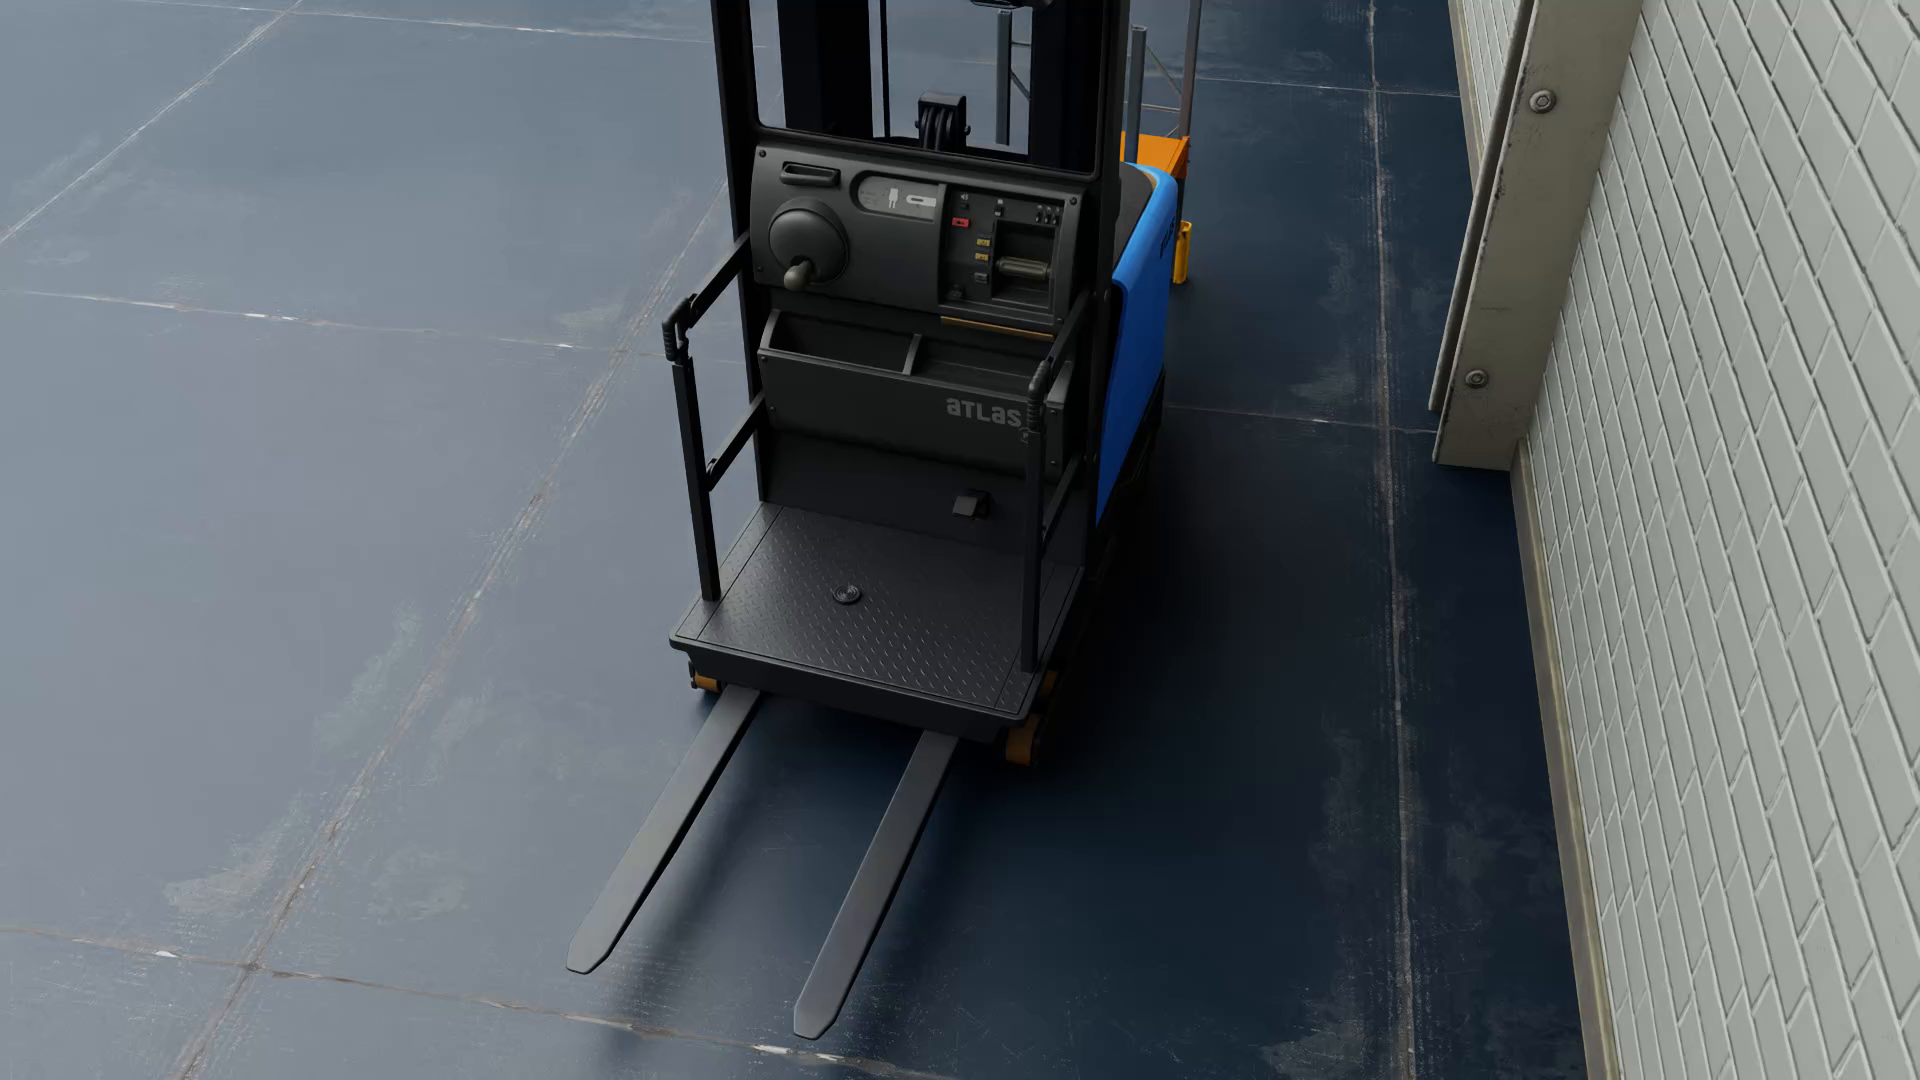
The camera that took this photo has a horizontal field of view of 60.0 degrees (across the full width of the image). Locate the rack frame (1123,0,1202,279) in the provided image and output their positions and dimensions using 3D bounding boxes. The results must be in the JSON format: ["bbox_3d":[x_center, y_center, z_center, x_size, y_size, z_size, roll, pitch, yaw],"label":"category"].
[{"bbox_3d":[0.682,-1.748,6.687,0.500,1.500,0.032,12,41,14],"label":"rack frame"}]

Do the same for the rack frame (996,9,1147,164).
[{"bbox_3d":[0.367,-1.132,5.942,0.500,1.500,0.032,12,41,14],"label":"rack frame"}]

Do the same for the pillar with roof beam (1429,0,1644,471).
[{"bbox_3d":[-2.321,-4.332,3.928,9.100,9.000,0.400,6,40,8],"label":"pillar with roof beam"}]

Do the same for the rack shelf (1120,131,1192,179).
[{"bbox_3d":[0.525,-1.301,6.429,0.538,0.185,1.000,12,41,14],"label":"rack shelf"}]

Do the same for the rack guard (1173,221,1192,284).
[{"bbox_3d":[0.682,-1.265,7.084,0.587,0.250,0.087,12,41,14],"label":"rack guard"}]

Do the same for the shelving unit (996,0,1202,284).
[{"bbox_3d":[0.528,-1.445,6.321,0.587,1.500,1.083,12,41,14],"label":"shelving unit"}]

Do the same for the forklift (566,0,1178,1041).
[{"bbox_3d":[-0.193,-0.750,4.357,1.130,2.935,3.031,12,41,14],"label":"forklift"}]
